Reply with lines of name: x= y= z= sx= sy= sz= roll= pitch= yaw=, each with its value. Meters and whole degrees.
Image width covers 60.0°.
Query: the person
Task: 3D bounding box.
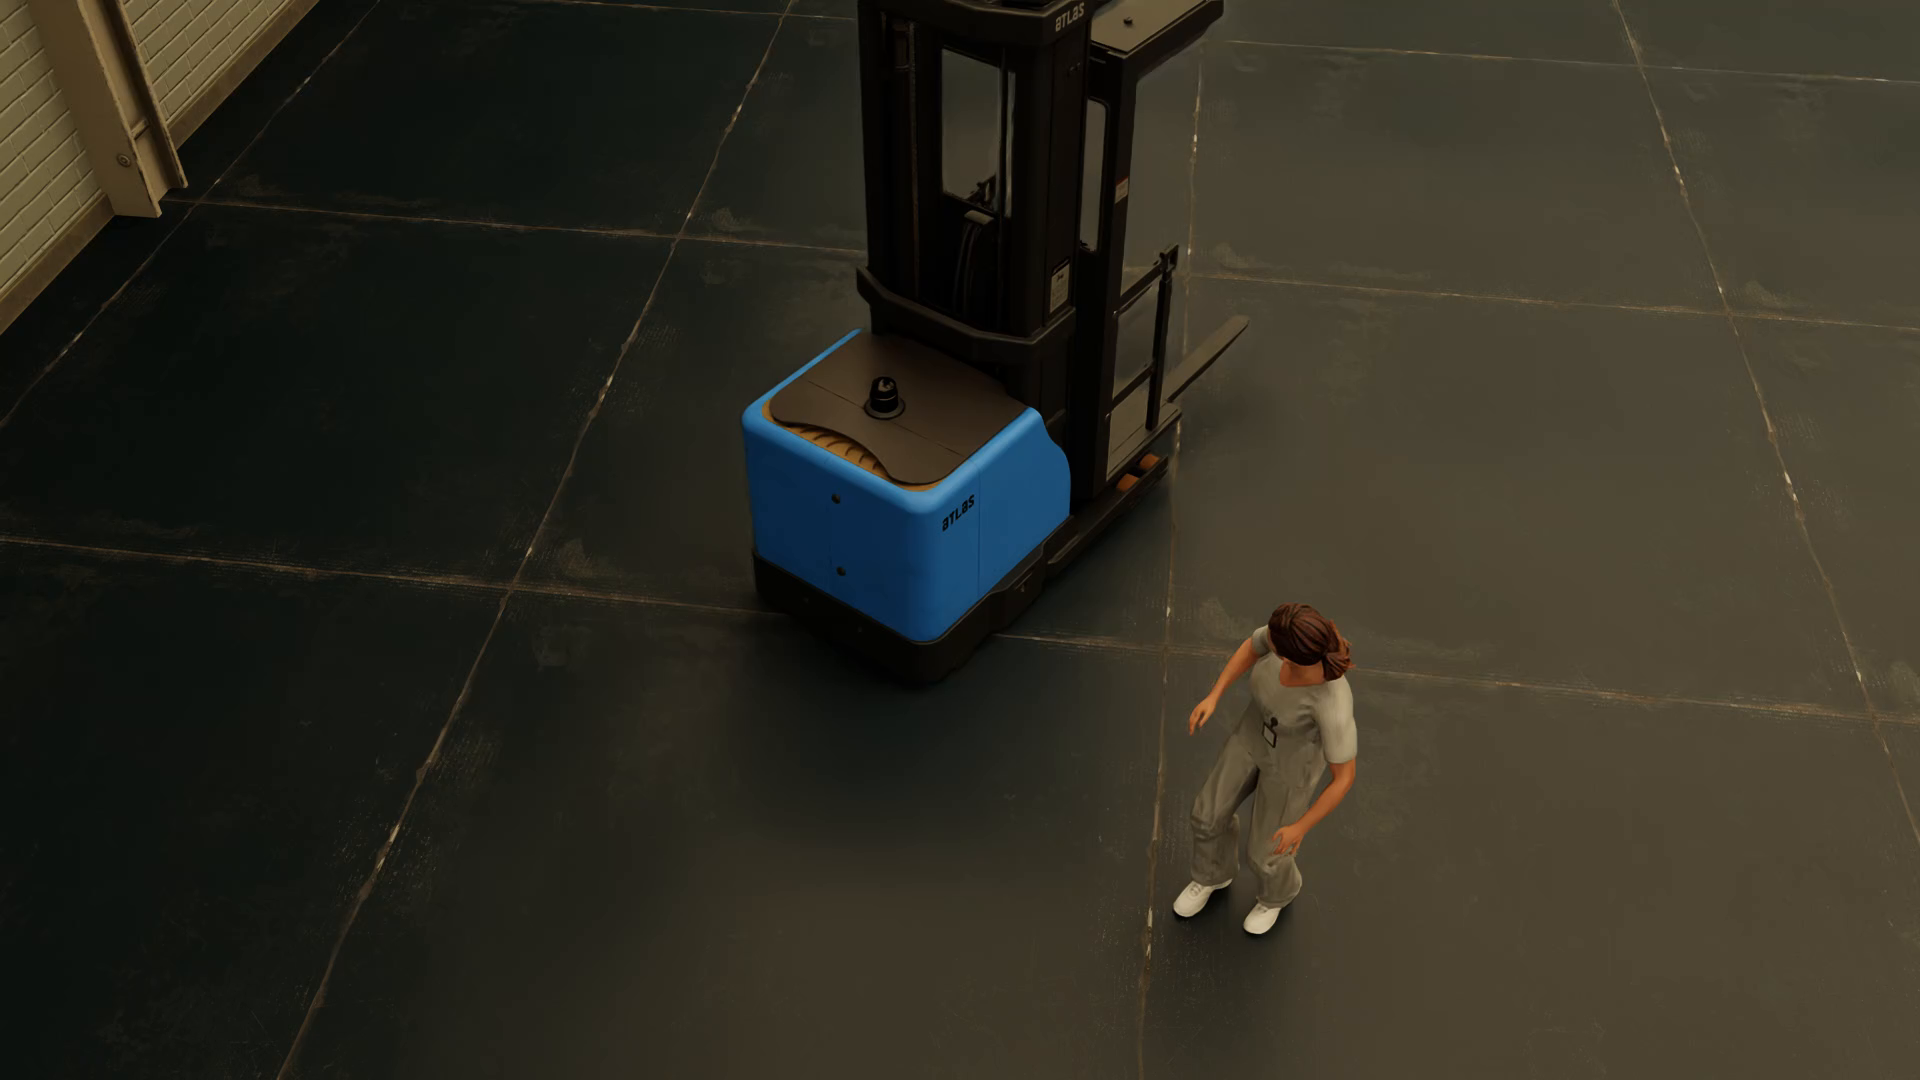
person: x=1.075 y=0.815 z=5.815 sx=0.472 sy=1.626 sz=0.644 roll=-23 pitch=47 yaw=-23

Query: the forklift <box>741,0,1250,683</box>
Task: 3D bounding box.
forklift: x=0.362 y=-1.414 z=7.264 sx=1.130 sy=2.935 sz=3.031 roll=27 pitch=49 yaw=26
